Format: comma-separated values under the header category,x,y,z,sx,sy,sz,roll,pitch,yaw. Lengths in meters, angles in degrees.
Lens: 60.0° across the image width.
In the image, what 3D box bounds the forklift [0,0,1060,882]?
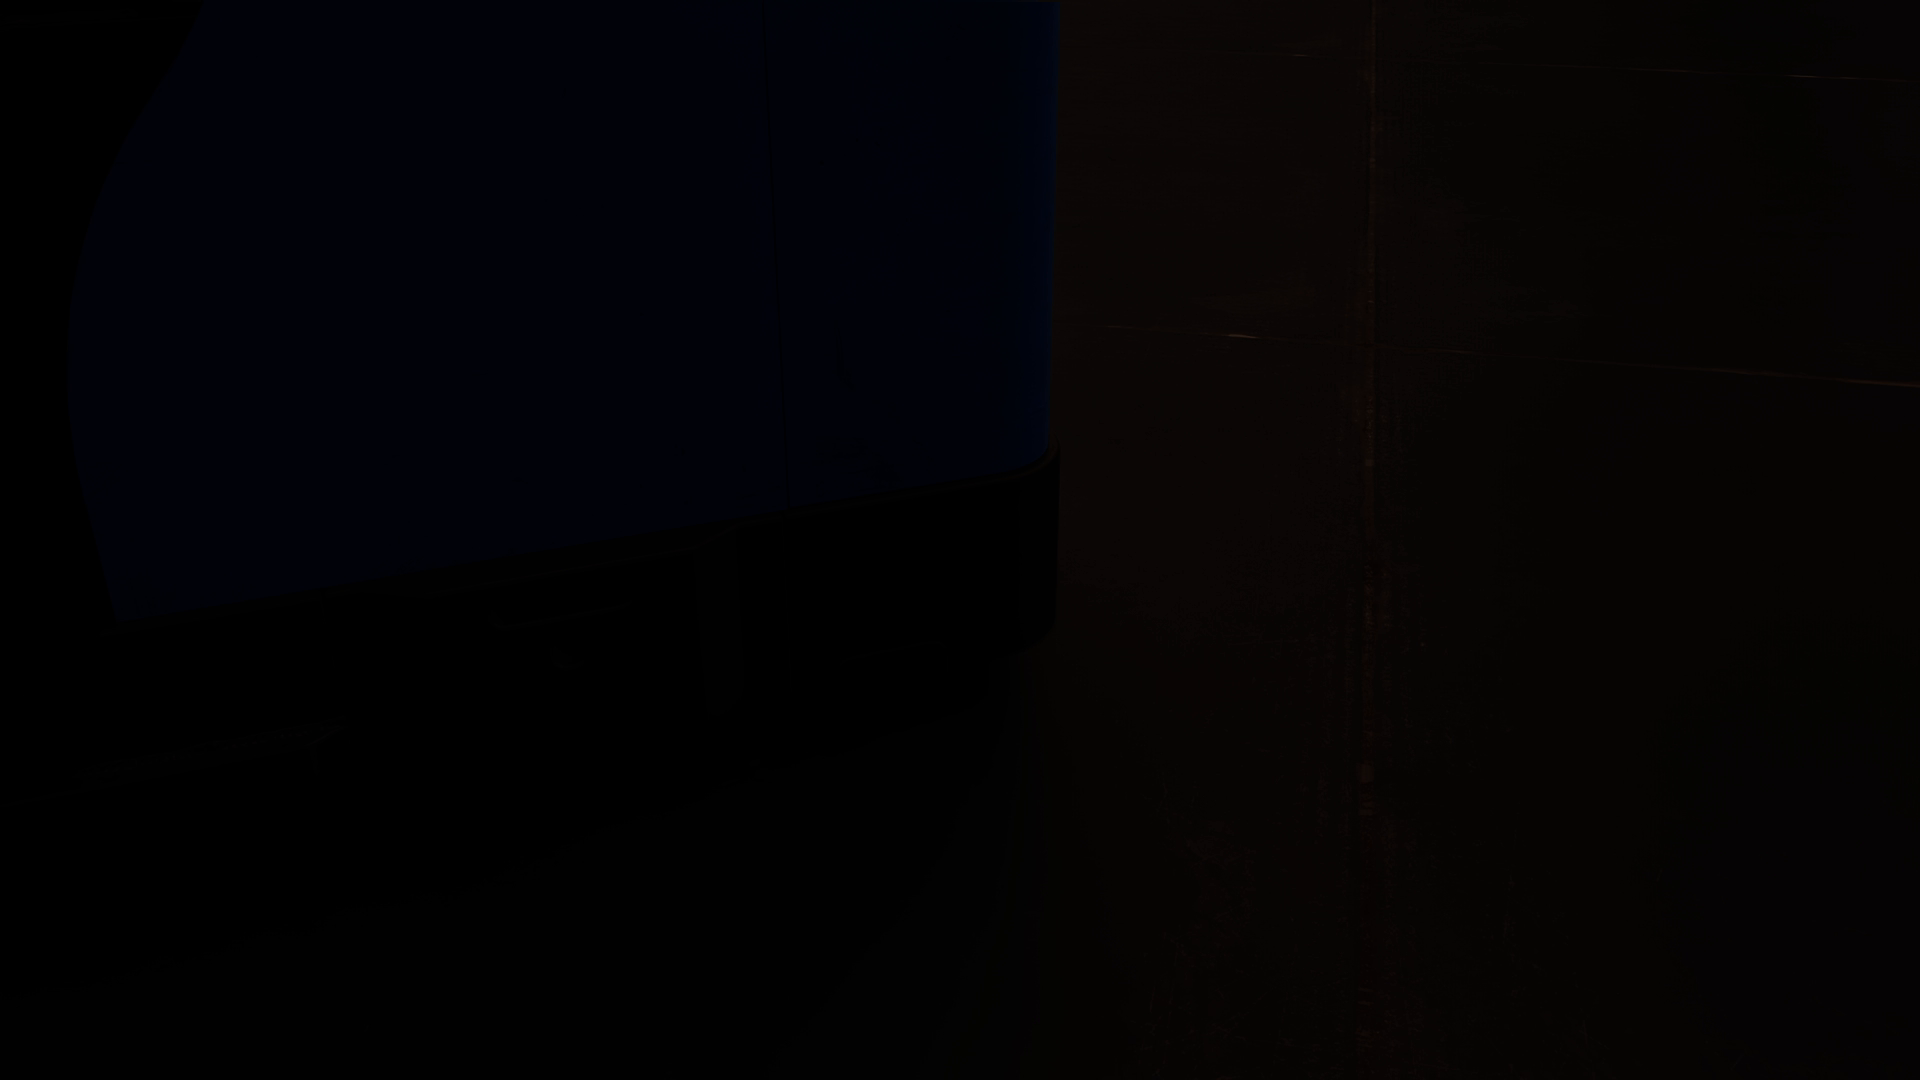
category,x,y,z,sx,sy,sz,roll,pitch,yaw
forklift,-1.446,-1.085,1.397,3.031,2.935,1.130,-10,29,-19
